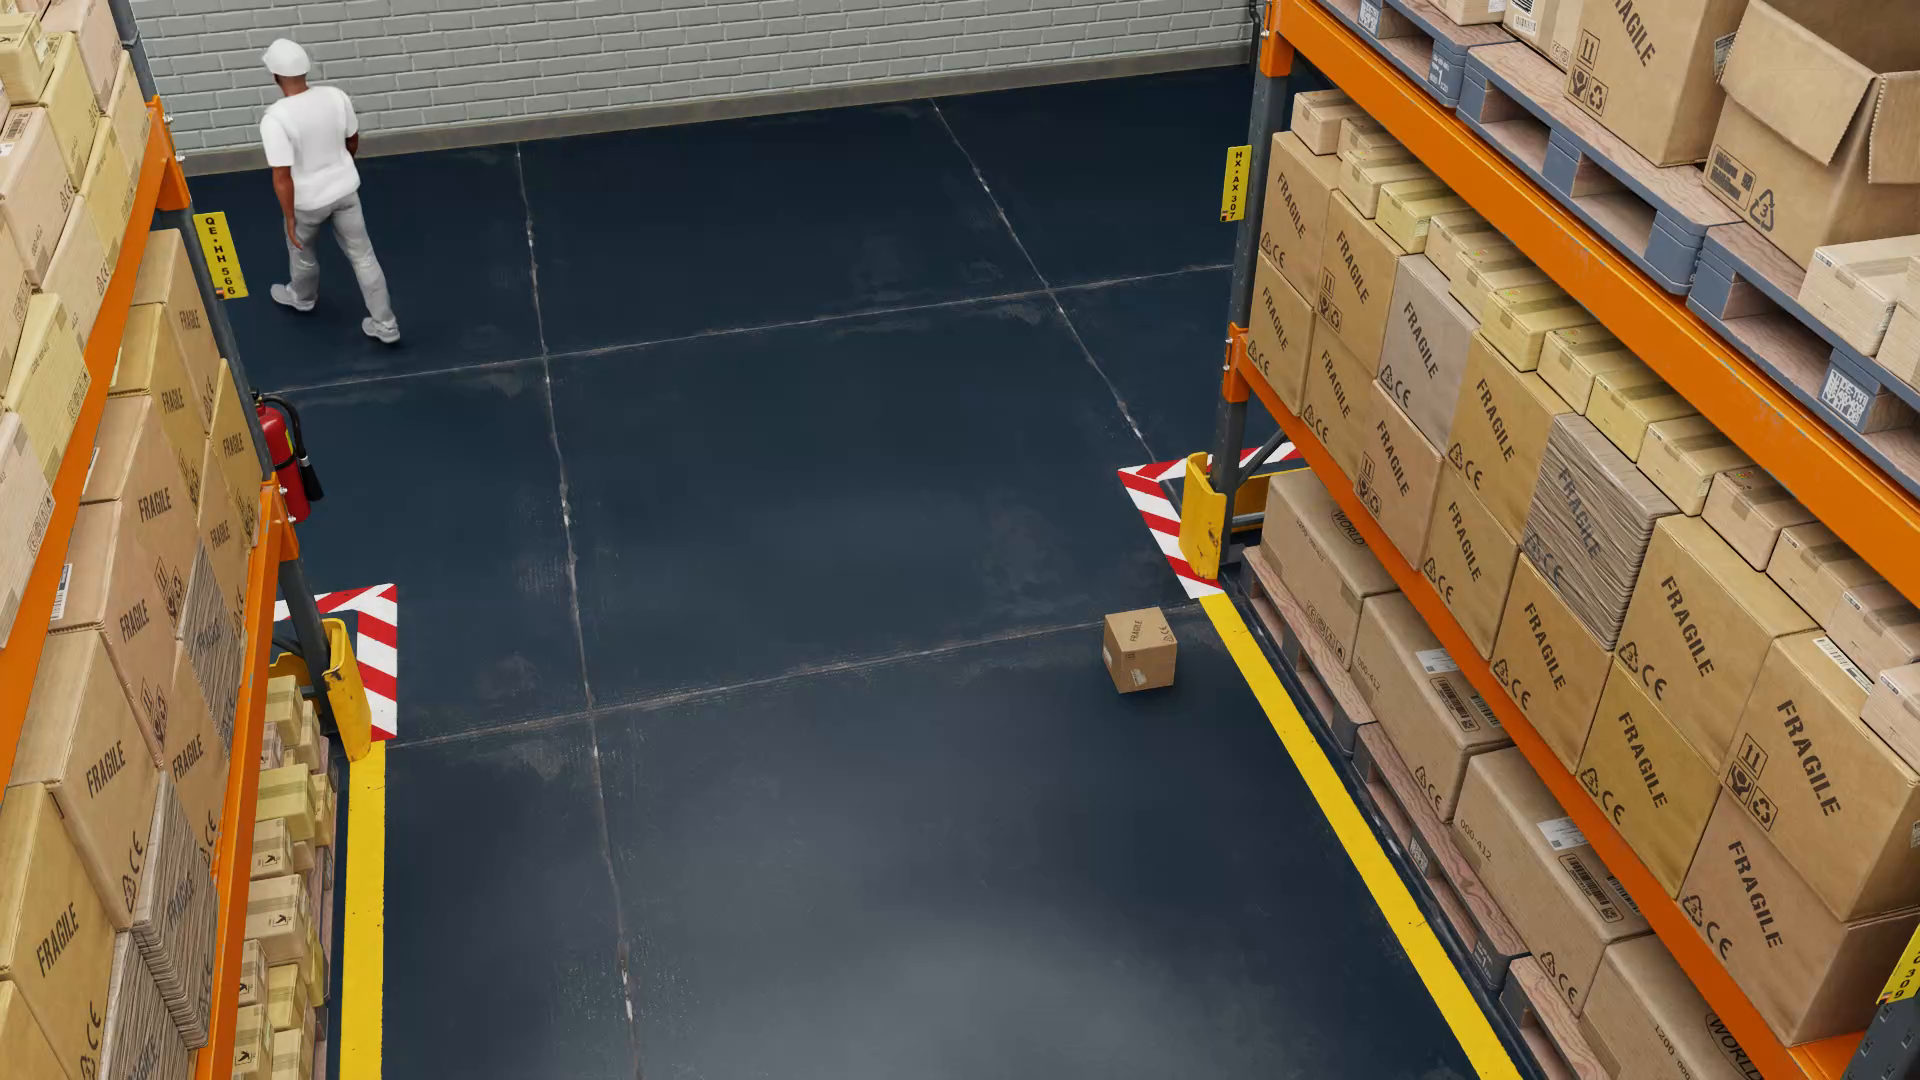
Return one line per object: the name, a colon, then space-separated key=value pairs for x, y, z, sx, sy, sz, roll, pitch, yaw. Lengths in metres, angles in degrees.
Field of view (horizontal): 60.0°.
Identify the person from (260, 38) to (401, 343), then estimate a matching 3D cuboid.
person: x=-3.592 y=-1.982 z=9.210 sx=0.589 sy=1.710 sz=0.993 roll=-31 pitch=47 yaw=-33
